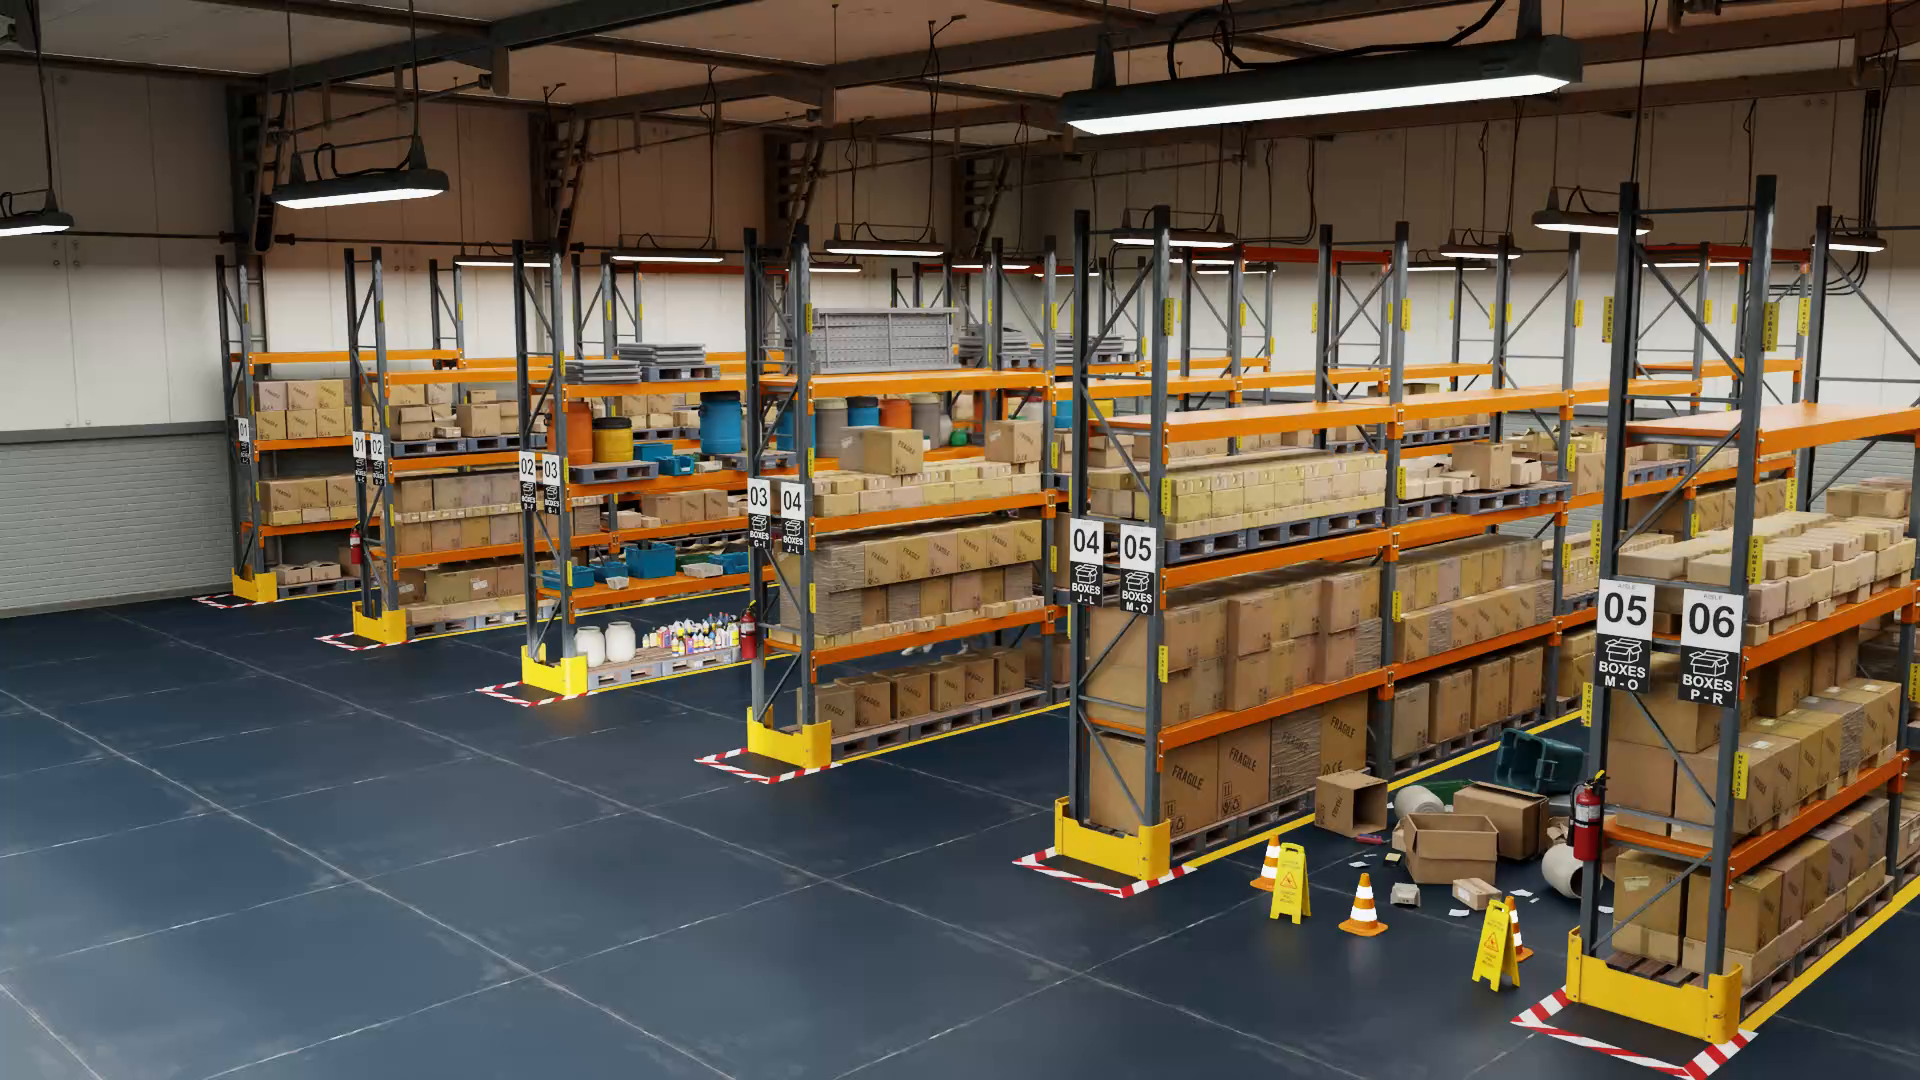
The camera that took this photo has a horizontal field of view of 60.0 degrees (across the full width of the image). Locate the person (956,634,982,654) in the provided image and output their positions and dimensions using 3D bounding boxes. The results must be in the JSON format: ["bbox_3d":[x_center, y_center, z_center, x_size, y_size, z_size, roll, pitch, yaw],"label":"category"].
[{"bbox_3d":[0.023,0.759,23.093,0.669,1.771,0.534,8,11,44],"label":"person"}]

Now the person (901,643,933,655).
[{"bbox_3d":[-0.633,0.715,23.324,0.716,1.763,0.586,7,10,39],"label":"person"}]
